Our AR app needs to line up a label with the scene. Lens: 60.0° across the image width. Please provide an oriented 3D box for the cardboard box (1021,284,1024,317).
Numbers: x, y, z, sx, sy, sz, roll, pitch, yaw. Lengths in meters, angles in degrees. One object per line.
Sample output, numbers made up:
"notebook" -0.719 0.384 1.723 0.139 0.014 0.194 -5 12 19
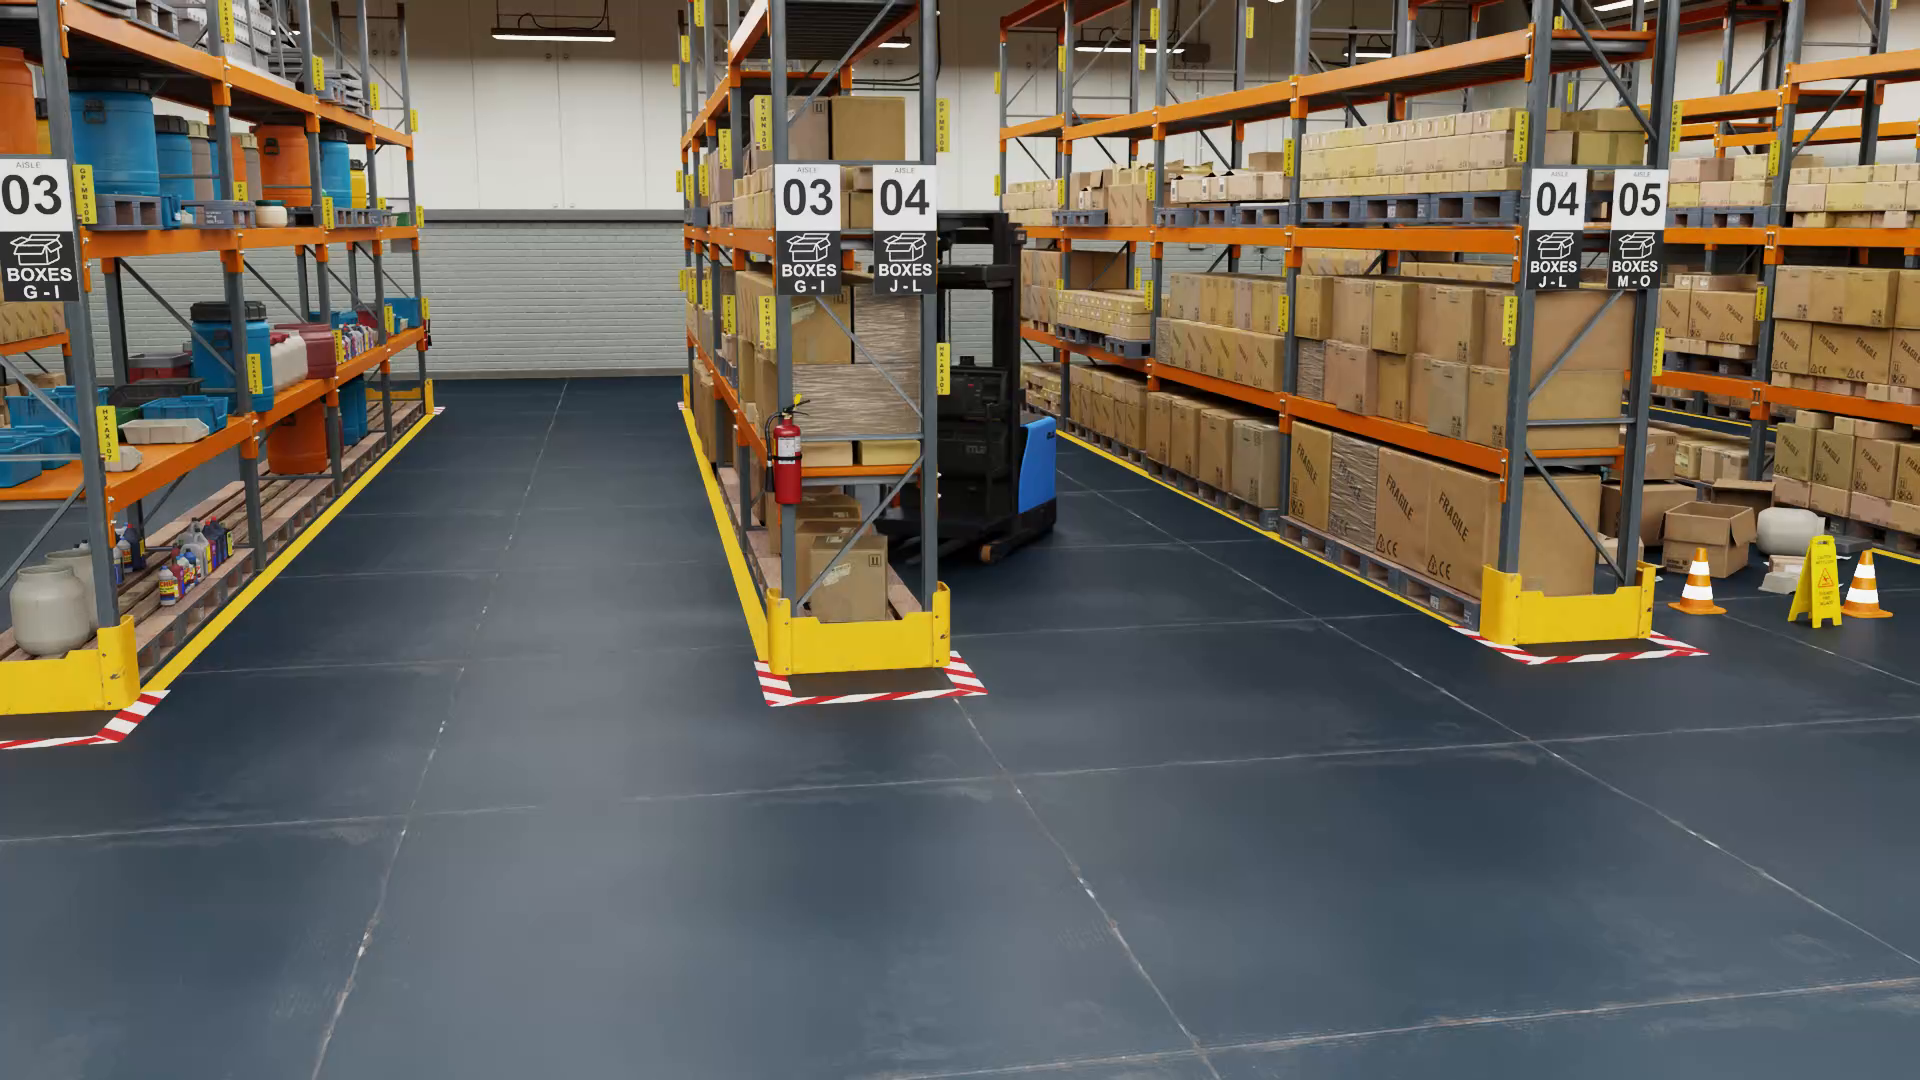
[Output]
"cardboard box" 1.154 -3.656 25.319 0.500 0.500 0.500 -2 11 -10

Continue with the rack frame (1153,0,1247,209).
"rack frame" 2.682 -5.220 18.557 1.000 3.000 0.127 -2 11 -11

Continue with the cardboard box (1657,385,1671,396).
"cardboard box" 11.142 -2.407 26.009 0.396 0.266 0.258 -2 11 -9

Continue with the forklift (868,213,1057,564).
"forklift" -0.112 -1.322 14.305 1.130 2.935 3.031 4 12 22

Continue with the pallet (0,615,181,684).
"pallet" -5.719 0.744 10.722 1.003 0.211 1.213 -2 11 -11

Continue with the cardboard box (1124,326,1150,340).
"cardboard box" 2.135 -2.430 19.490 0.380 0.149 0.250 -2 11 -10

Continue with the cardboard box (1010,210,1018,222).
"cardboard box" 1.061 -4.952 25.571 0.500 0.250 0.500 -2 11 -9

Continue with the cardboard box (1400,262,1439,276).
"cardboard box" 6.544 -3.655 23.434 0.500 0.500 0.500 -2 11 -10

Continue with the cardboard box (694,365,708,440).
"cardboard box" -2.662 -1.727 20.808 1.225 0.875 0.875 -3 11 -13

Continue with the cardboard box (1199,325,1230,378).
"cardboard box" 2.799 -1.953 17.169 0.500 0.500 0.500 -2 11 -12

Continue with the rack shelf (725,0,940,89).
"rack shelf" -1.036 -3.603 11.993 1.077 0.370 4.000 -2 11 -11

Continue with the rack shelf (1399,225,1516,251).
"rack shelf" 7.129 -3.959 21.876 1.077 0.370 4.000 -2 11 -11

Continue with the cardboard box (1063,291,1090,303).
"cardboard box" 1.590 -3.242 22.166 0.380 0.149 0.250 -2 11 -9

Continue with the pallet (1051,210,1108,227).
"pallet" 1.920 -4.271 22.095 1.213 0.211 1.003 -2 11 -11

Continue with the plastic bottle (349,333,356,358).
"plastic bottle" -7.115 -2.280 19.464 0.061 0.283 0.133 -2 11 -11

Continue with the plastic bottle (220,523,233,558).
"plastic bottle" -5.866 -0.003 13.280 0.061 0.283 0.133 -2 11 -8

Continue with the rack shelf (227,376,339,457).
"rack shelf" -6.672 -1.211 15.462 1.077 0.370 4.000 -2 11 -11

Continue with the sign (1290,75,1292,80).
"sign" 5.416 -7.404 27.107 0.100 0.325 0.005 -2 11 -11

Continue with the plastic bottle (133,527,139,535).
"plastic bottle" -6.457 0.049 13.004 0.061 0.283 0.133 -2 11 -11

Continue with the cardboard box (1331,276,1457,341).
"cardboard box" 3.719 -1.978 14.279 0.875 0.550 0.550 -2 11 -11

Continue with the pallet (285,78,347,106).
"pallet" -7.171 -4.723 17.517 1.213 0.211 1.003 -2 11 -11

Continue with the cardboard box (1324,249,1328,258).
"cardboard box" 5.990 -4.532 26.307 0.380 0.149 0.250 -2 11 -10

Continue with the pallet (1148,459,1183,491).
"pallet" 2.762 -0.756 18.605 1.003 0.211 1.213 -2 11 -11

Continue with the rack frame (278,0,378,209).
"rack frame" -7.839 -5.612 20.615 1.000 3.000 0.127 -2 11 -11

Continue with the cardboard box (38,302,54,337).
"cardboard box" -13.018 -3.101 23.200 0.500 0.500 0.500 -2 11 -11

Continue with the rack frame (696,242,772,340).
"rack frame" -2.981 -2.845 22.123 1.000 3.000 0.127 -2 11 -11

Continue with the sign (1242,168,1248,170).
"sign" 3.228 -4.058 18.880 0.100 0.325 0.005 -2 11 -11

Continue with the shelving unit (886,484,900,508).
"shelving unit" -0.522 -0.407 16.809 0.258 0.189 1.200 -3 11 -15

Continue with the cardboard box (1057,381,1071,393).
"cardboard box" 1.580 -2.161 23.438 0.380 0.149 0.250 -2 11 -9

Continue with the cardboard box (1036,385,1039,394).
"cardboard box" 1.343 -2.248 24.693 0.380 0.149 0.250 -3 11 -14

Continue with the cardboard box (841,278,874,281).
"cardboard box" -0.675 -1.625 11.975 0.500 0.500 0.500 -2 11 -11

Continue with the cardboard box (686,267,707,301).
"cardboard box" -3.833 -3.830 24.897 0.500 0.500 0.500 -2 11 -12

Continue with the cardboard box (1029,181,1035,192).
"cardboard box" 1.229 -5.178 24.353 0.380 0.149 0.250 -2 11 -12

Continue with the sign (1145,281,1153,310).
"sign" 2.152 -2.782 18.905 0.100 0.325 0.005 -2 11 -11

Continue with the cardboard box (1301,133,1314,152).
"cardboard box" 3.197 -3.458 14.468 0.380 0.149 0.250 -2 11 -10

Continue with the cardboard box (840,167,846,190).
"cardboard box" -0.943 -2.332 10.737 0.380 0.149 0.250 -2 11 -13

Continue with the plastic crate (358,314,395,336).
"plastic crate" -7.955 -2.923 22.688 0.437 0.282 0.530 -2 11 -11

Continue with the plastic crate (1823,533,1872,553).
"plastic crate" 7.797 0.014 14.911 0.402 0.080 0.583 -6 13 -31

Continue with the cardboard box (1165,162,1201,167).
"cardboard box" 2.685 -4.396 19.935 0.396 0.266 0.258 -2 11 -11

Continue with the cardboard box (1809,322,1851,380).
"cardboard box" 8.229 -1.751 15.313 0.500 0.500 0.500 -2 11 -11

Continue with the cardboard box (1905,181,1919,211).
"cardboard box" 8.407 -2.915 14.070 0.500 0.250 0.500 -2 11 -10

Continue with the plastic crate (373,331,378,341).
"plastic crate" -7.790 -2.656 21.671 0.396 0.136 0.243 -2 11 -11

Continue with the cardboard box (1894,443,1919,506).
"cardboard box" 8.466 -0.554 14.312 0.500 0.500 0.500 -2 11 -12

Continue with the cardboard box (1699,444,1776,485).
"cardboard box" 8.191 -0.750 17.018 0.950 0.372 0.625 -2 11 -10

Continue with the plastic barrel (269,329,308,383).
"plastic barrel" -6.652 -1.805 16.361 0.421 0.512 0.421 0 11 0

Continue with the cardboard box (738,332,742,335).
"cardboard box" -1.398 -1.488 13.931 0.875 0.500 0.500 -2 11 -11

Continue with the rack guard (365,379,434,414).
"rack guard" -8.635 -2.175 25.285 1.175 0.500 0.348 -2 11 -11

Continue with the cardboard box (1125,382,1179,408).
"cardboard box" 2.292 -1.736 19.852 0.500 0.250 0.500 -2 11 -12

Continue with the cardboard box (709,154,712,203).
"cardboard box" -2.364 -3.784 17.429 0.500 0.500 0.500 -2 11 -10

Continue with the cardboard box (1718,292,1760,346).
"cardboard box" 7.981 -2.216 16.632 0.500 0.500 0.500 -2 11 -12

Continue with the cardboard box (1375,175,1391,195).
"cardboard box" 3.493 -2.787 13.077 0.380 0.149 0.250 -2 11 -10

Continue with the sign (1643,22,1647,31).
"sign" 8.048 -5.938 19.619 0.100 0.325 0.005 -2 11 -11

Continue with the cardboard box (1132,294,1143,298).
"cardboard box" 2.426 -3.077 21.296 0.380 0.149 0.250 -3 11 -14
